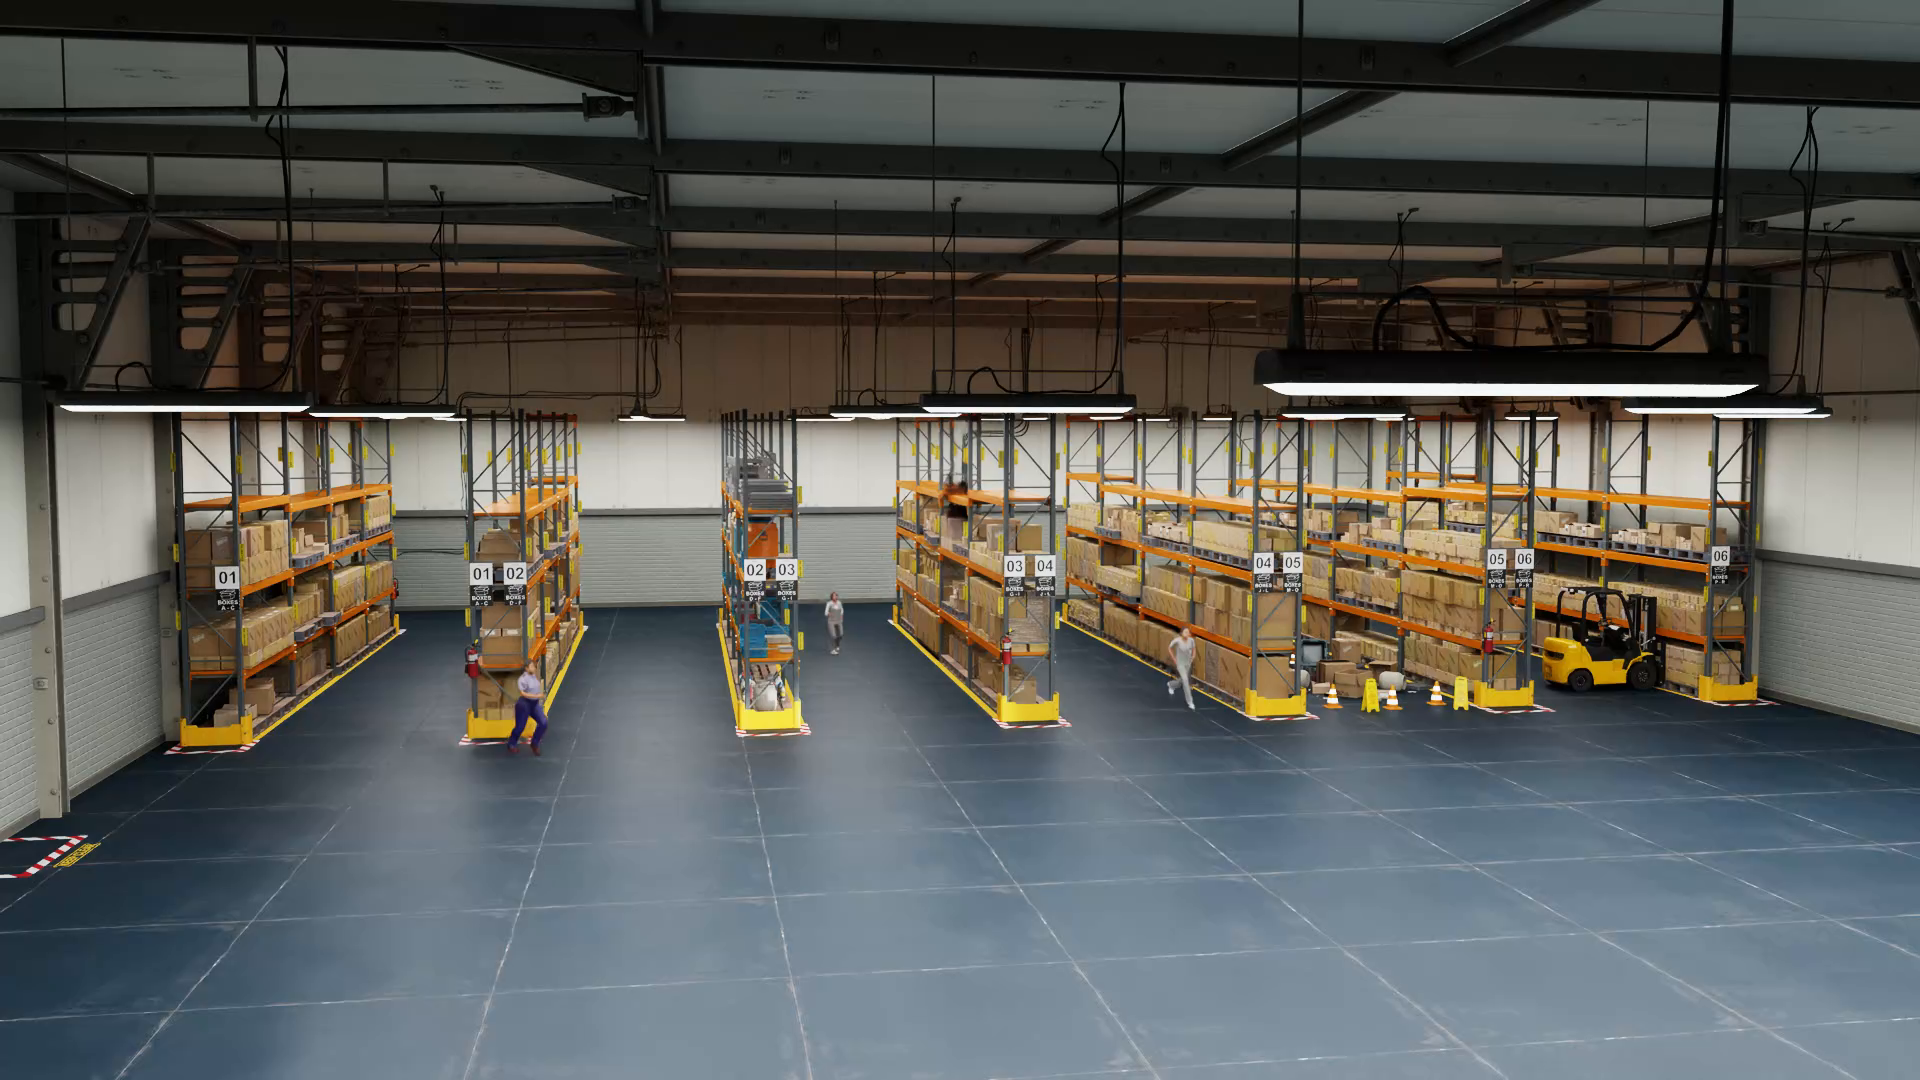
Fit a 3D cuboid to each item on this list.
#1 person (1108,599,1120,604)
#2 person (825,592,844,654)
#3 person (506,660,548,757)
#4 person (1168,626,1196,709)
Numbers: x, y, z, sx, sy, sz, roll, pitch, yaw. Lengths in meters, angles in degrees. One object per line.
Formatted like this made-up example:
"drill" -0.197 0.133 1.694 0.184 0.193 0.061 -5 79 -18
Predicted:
"person" 4.573 1.424 49.349 0.674 1.798 0.651 3 5 36
"person" -3.070 2.070 41.112 0.521 1.548 0.570 -2 4 -22
"person" -7.443 2.902 28.708 0.780 1.666 0.593 2 4 25
"person" 4.504 2.555 33.881 0.565 1.658 1.051 -2 4 -22
